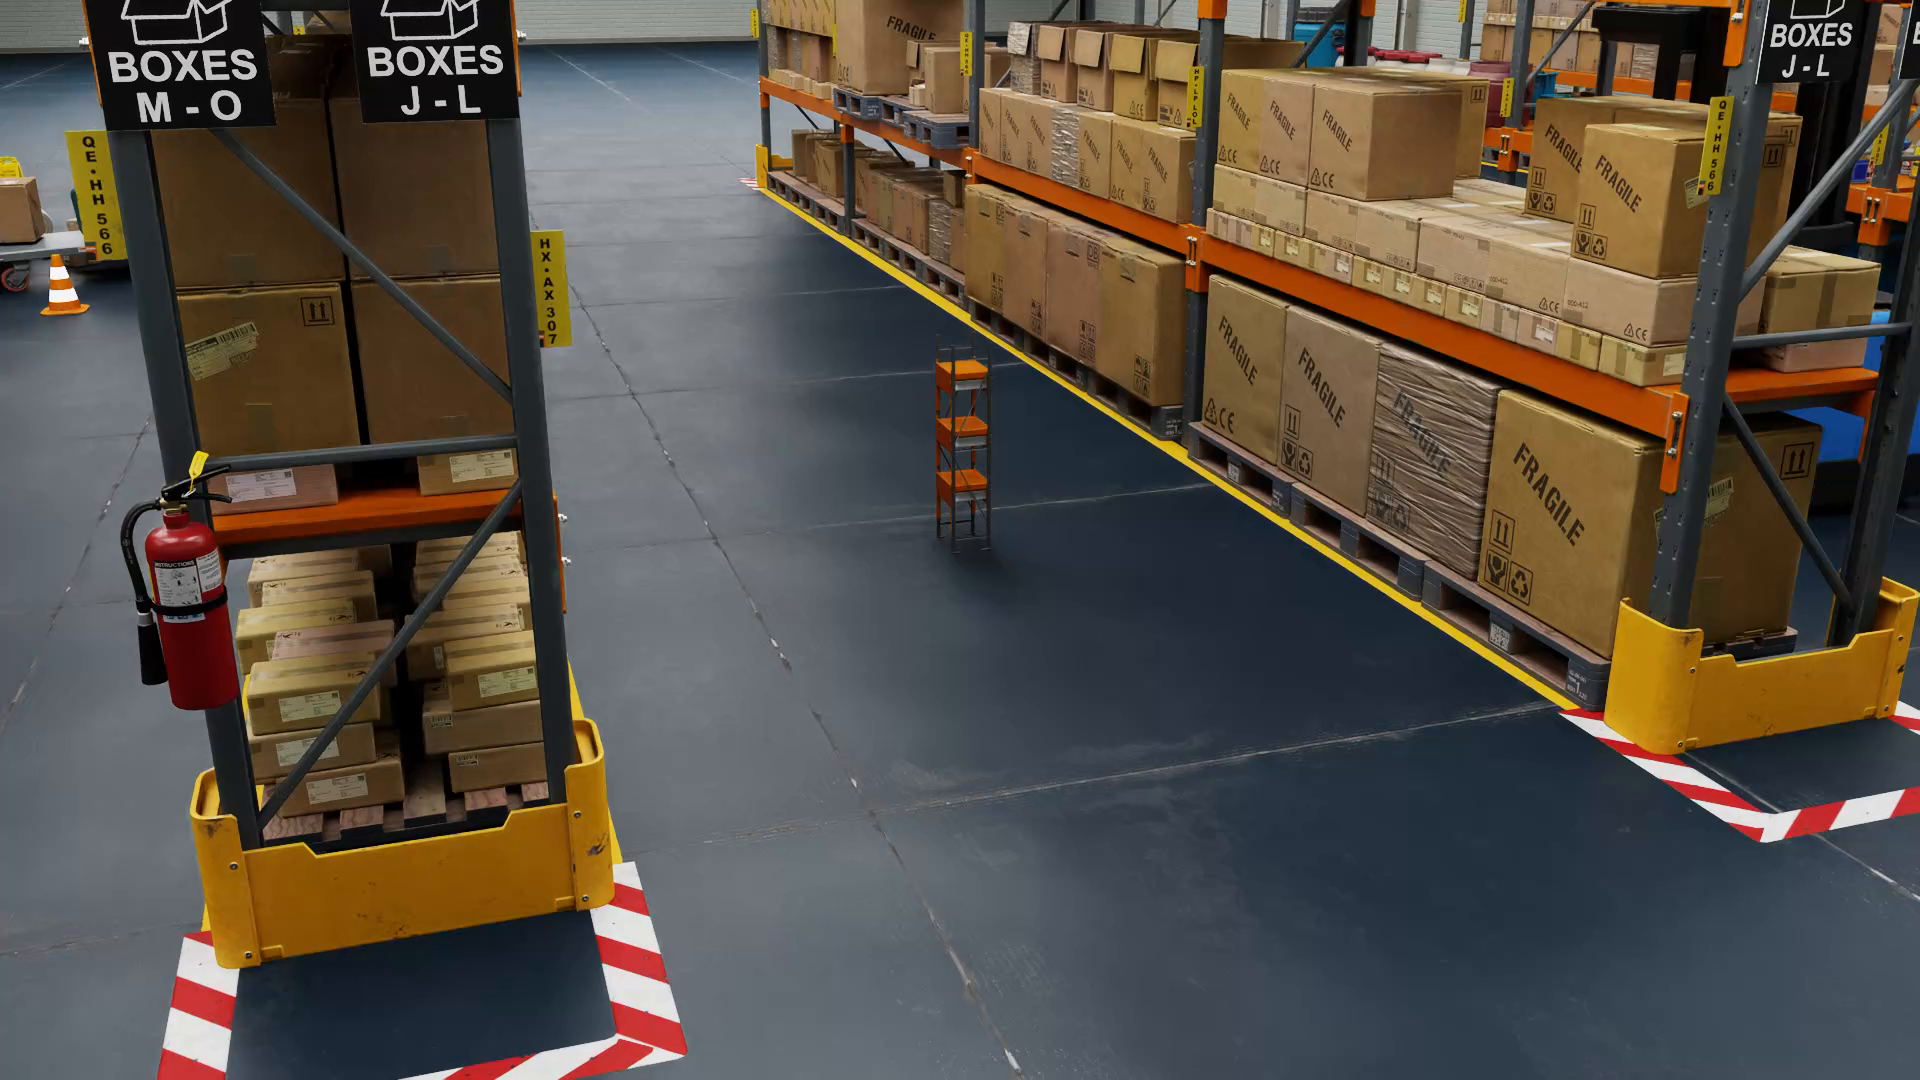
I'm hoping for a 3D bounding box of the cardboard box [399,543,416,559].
[{"bbox_3d":[-2.128,0.072,6.935,0.380,0.149,0.250,-5,20,-15],"label":"cardboard box"}]

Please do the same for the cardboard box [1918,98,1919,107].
[{"bbox_3d":[9.896,-4.427,16.437,0.500,0.311,0.500,-5,20,-14],"label":"cardboard box"}]

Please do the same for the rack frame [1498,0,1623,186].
[{"bbox_3d":[5.266,-3.823,14.622,1.000,3.000,0.127,-6,21,-17],"label":"rack frame"}]

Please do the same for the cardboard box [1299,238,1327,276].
[{"bbox_3d":[1.929,-1.429,8.330,0.380,0.149,0.250,-7,21,-18],"label":"cardboard box"}]

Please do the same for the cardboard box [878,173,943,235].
[{"bbox_3d":[-0.389,-3.256,16.092,0.700,0.500,0.500,-7,21,-18],"label":"cardboard box"}]

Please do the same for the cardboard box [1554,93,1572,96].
[{"bbox_3d":[7.740,-5.656,22.064,0.500,0.500,0.500,-6,21,-17],"label":"cardboard box"}]

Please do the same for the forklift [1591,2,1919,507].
[{"bbox_3d":[4.273,-2.000,9.647,1.130,2.935,3.031,-5,20,-14],"label":"forklift"}]

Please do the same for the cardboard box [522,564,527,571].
[{"bbox_3d":[-2.147,0.048,7.443,0.380,0.149,0.250,-6,21,-17],"label":"cardboard box"}]

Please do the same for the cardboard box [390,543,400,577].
[{"bbox_3d":[-2.654,0.095,7.310,0.380,0.149,0.250,-7,21,-20],"label":"cardboard box"}]

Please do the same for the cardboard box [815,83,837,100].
[{"bbox_3d":[-1.316,-4.736,17.536,0.380,0.149,0.250,-6,21,-17],"label":"cardboard box"}]

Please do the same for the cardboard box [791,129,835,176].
[{"bbox_3d":[-1.771,-4.683,20.093,0.500,0.500,0.500,-3,20,-7],"label":"cardboard box"}]

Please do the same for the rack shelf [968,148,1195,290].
[{"bbox_3d":[1.192,-2.316,11.491,1.077,0.370,4.000,-6,21,-17],"label":"rack shelf"}]

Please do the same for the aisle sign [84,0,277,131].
[{"bbox_3d":[-1.924,-1.403,4.039,0.394,0.787,0.004,-6,21,-17],"label":"aisle sign"}]

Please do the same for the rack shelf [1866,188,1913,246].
[{"bbox_3d":[7.151,-1.559,9.383,1.077,0.370,4.000,-6,21,-17],"label":"rack shelf"}]

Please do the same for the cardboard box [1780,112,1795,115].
[{"bbox_3d":[12.288,-6.153,24.435,0.500,0.311,0.500,-9,22,-23],"label":"cardboard box"}]

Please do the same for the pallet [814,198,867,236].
[{"bbox_3d":[-0.938,-3.479,17.791,1.003,0.211,1.213,-6,21,-17],"label":"pallet"}]

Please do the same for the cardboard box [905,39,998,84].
[{"bbox_3d":[-0.061,-4.280,15.120,0.797,0.503,0.637,-4,20,-12],"label":"cardboard box"}]

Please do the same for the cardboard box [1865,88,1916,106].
[{"bbox_3d":[9.424,-4.489,16.848,0.380,0.149,0.250,-6,21,-17],"label":"cardboard box"}]

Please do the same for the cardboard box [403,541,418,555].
[{"bbox_3d":[-2.107,-0.065,6.877,0.380,0.149,0.250,-6,21,-17],"label":"cardboard box"}]

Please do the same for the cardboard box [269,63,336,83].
[{"bbox_3d":[-2.374,-1.341,5.646,0.500,0.500,0.500,-5,20,-14],"label":"cardboard box"}]

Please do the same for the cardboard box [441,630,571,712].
[{"bbox_3d":[-1.504,0.425,5.511,0.380,0.149,0.250,-7,21,-20],"label":"cardboard box"}]

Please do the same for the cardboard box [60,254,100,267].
[{"bbox_3d":[-8.320,-2.730,15.624,0.396,0.266,0.258,12,23,30],"label":"cardboard box"}]

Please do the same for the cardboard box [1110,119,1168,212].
[{"bbox_3d":[1.266,-2.340,10.347,0.500,0.500,0.500,-6,21,-16],"label":"cardboard box"}]

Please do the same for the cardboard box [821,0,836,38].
[{"bbox_3d":[-1.096,-5.353,16.815,0.500,0.500,0.500,-6,21,-17],"label":"cardboard box"}]

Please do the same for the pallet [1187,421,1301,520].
[{"bbox_3d":[1.986,-0.448,9.352,1.003,0.211,1.213,-6,21,-17],"label":"pallet"}]

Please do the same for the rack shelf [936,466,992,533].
[{"bbox_3d":[0.017,-0.205,8.289,0.215,0.259,0.240,-6,21,-17],"label":"rack shelf"}]

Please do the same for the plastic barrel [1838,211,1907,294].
[{"bbox_3d":[6.368,-1.925,11.823,0.600,0.901,0.708,-6,21,-17],"label":"plastic barrel"}]

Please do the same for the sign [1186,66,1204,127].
[{"bbox_3d":[1.309,-2.460,9.231,0.100,0.325,0.005,-6,21,-17],"label":"sign"}]

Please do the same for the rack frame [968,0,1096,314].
[{"bbox_3d":[0.564,-3.296,13.157,1.000,3.000,0.127,-6,21,-17],"label":"rack frame"}]

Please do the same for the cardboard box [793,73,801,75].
[{"bbox_3d":[-1.688,-5.228,18.907,0.380,0.149,0.250,-6,21,-17],"label":"cardboard box"}]

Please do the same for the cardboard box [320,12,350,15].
[{"bbox_3d":[-4.950,-4.117,13.815,0.700,0.500,0.500,-6,21,-17],"label":"cardboard box"}]

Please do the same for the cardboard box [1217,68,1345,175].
[{"bbox_3d":[1.729,-2.254,8.928,0.500,0.500,0.500,-6,21,-17],"label":"cardboard box"}]

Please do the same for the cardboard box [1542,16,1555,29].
[{"bbox_3d":[7.780,-6.705,21.540,0.380,0.149,0.250,-7,21,-18],"label":"cardboard box"}]

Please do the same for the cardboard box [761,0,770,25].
[{"bbox_3d":[-2.037,-6.316,19.496,0.500,0.500,0.500,-6,21,-17],"label":"cardboard box"}]

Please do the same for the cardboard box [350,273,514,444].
[{"bbox_3d":[-1.541,-0.595,5.048,0.500,0.500,0.500,-5,20,-15],"label":"cardboard box"}]

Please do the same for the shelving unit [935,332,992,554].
[{"bbox_3d":[0.017,-0.477,8.191,0.215,1.050,0.252,-6,21,-17],"label":"shelving unit"}]

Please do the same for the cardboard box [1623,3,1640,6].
[{"bbox_3d":[8.406,-6.593,20.267,0.700,0.500,0.500,-6,21,-17],"label":"cardboard box"}]

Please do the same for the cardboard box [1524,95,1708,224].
[{"bbox_3d":[2.858,-1.660,7.274,0.500,0.500,0.500,-7,21,-19],"label":"cardboard box"}]

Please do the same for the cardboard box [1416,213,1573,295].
[{"bbox_3d":[2.355,-1.252,7.247,0.500,0.250,0.500,-7,21,-19],"label":"cardboard box"}]

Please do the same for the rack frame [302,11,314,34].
[{"bbox_3d":[-5.434,-4.085,15.353,1.000,3.000,0.127,-6,21,-17],"label":"rack frame"}]

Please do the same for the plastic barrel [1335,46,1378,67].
[{"bbox_3d":[4.101,-4.840,17.253,0.433,0.535,0.433,0,20,0],"label":"plastic barrel"}]

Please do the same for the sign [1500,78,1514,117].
[{"bbox_3d":[4.745,-3.839,14.425,0.100,0.325,0.005,-6,21,-17],"label":"sign"}]

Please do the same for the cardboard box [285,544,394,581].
[{"bbox_3d":[-2.432,0.064,6.518,0.380,0.149,0.250,-7,21,-19],"label":"cardboard box"}]

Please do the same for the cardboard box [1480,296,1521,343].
[{"bbox_3d":[2.414,-0.935,6.953,0.380,0.149,0.250,-6,21,-16],"label":"cardboard box"}]

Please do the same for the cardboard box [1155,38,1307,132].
[{"bbox_3d":[1.612,-2.736,9.965,0.797,0.503,0.637,-7,21,-19],"label":"cardboard box"}]

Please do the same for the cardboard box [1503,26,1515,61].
[{"bbox_3d":[7.759,-6.643,22.326,0.700,0.500,0.500,-6,21,-16],"label":"cardboard box"}]

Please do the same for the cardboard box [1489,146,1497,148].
[{"bbox_3d":[7.573,-5.463,22.634,0.500,0.250,0.500,-6,21,-17],"label":"cardboard box"}]

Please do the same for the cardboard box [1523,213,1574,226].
[{"bbox_3d":[2.859,-1.309,7.405,0.500,0.250,0.500,-7,21,-19],"label":"cardboard box"}]

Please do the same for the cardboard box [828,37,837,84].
[{"bbox_3d":[-0.900,-5.082,17.541,0.875,0.500,0.500,-6,21,-17],"label":"cardboard box"}]

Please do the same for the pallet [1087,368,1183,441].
[{"bbox_3d":[1.507,-0.940,10.721,1.003,0.211,1.213,-6,21,-17],"label":"pallet"}]

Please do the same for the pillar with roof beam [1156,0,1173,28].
[{"bbox_3d":[1.567,-17.378,43.485,9.100,9.000,0.400,-6,21,-17],"label":"pillar with roof beam"}]

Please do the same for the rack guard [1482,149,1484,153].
[{"bbox_3d":[7.447,-5.746,23.675,1.175,0.500,0.348,-6,21,-17],"label":"rack guard"}]

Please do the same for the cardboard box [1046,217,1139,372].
[{"bbox_3d":[1.319,-1.700,11.235,1.225,0.875,0.875,-7,21,-19],"label":"cardboard box"}]

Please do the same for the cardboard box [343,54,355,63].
[{"bbox_3d":[-2.022,-1.558,6.250,0.500,0.500,0.500,-7,21,-19],"label":"cardboard box"}]
